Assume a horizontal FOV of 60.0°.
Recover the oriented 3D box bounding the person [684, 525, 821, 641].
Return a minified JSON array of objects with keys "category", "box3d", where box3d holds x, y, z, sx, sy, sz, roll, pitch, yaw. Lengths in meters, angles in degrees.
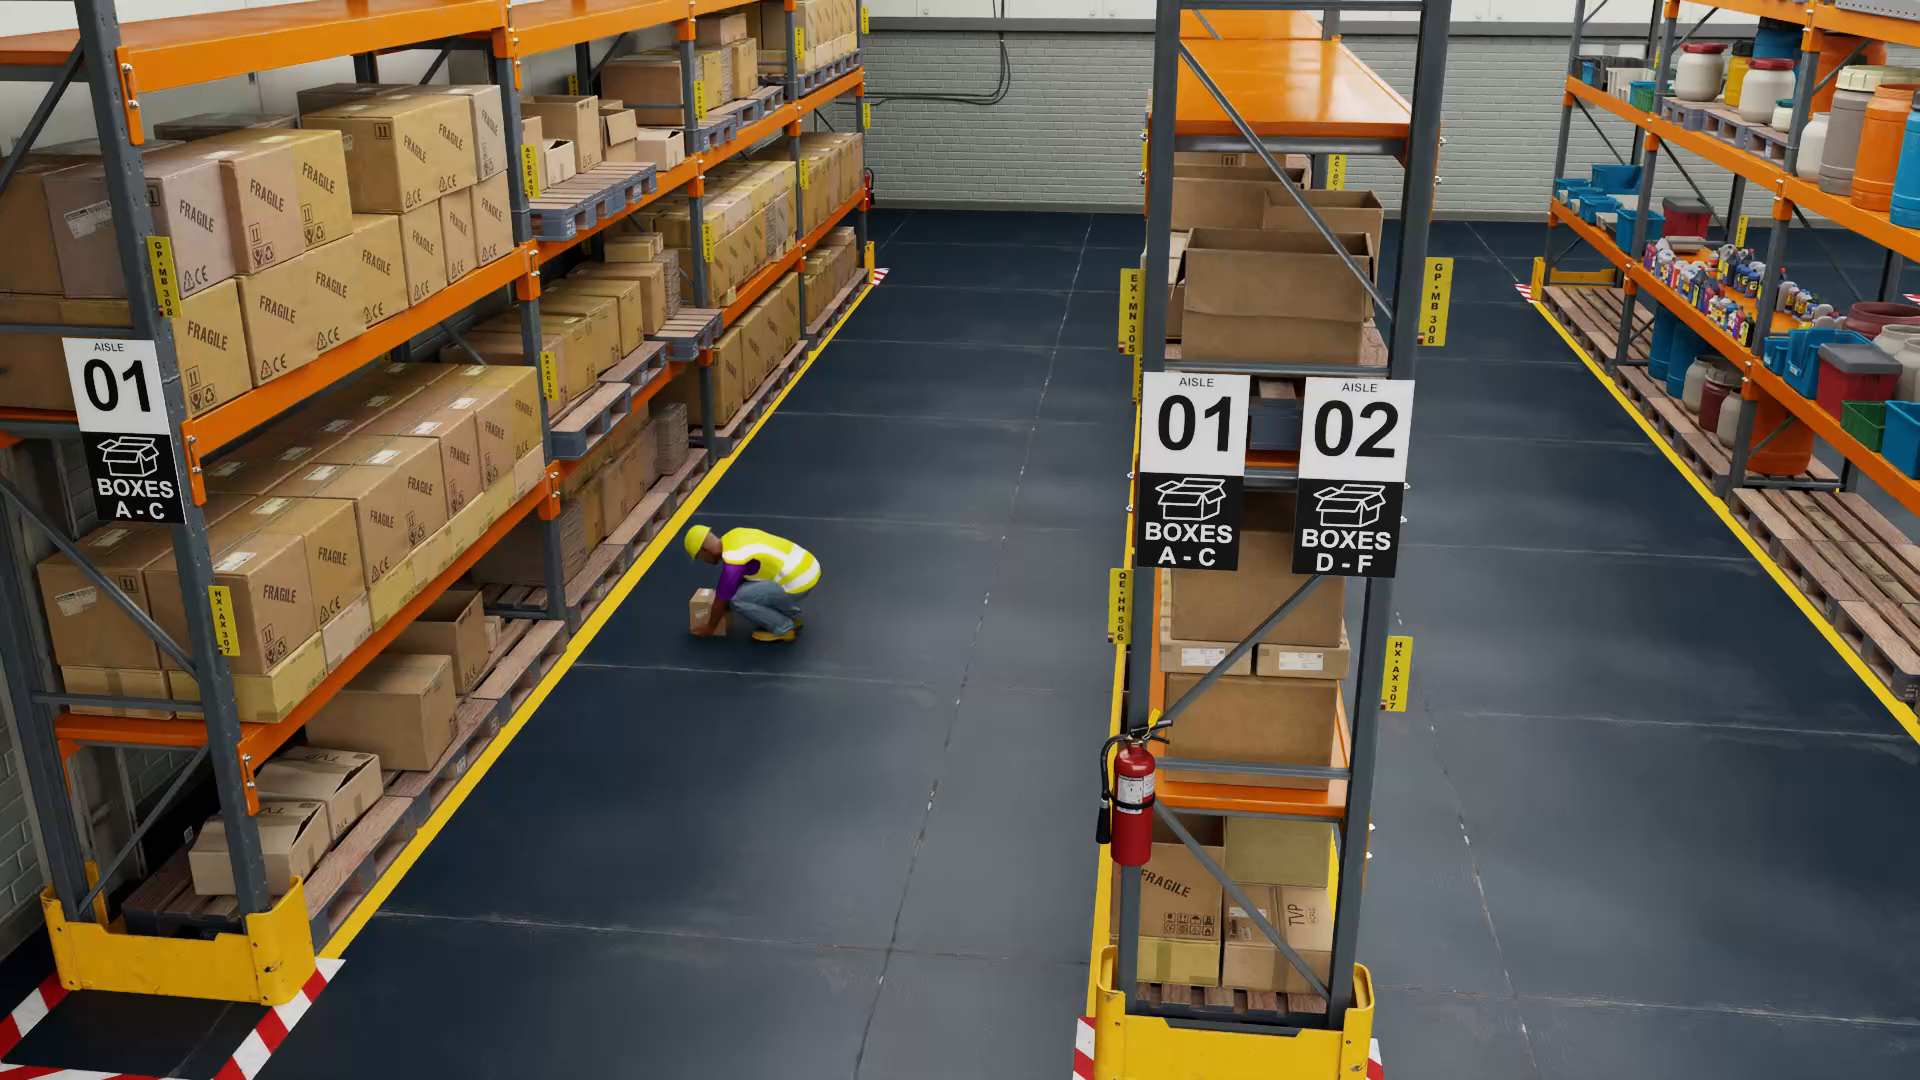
[{"category":"person","box3d":[-1.455,0.322,11.684,0.928,0.897,0.545,2,21,6]}]
